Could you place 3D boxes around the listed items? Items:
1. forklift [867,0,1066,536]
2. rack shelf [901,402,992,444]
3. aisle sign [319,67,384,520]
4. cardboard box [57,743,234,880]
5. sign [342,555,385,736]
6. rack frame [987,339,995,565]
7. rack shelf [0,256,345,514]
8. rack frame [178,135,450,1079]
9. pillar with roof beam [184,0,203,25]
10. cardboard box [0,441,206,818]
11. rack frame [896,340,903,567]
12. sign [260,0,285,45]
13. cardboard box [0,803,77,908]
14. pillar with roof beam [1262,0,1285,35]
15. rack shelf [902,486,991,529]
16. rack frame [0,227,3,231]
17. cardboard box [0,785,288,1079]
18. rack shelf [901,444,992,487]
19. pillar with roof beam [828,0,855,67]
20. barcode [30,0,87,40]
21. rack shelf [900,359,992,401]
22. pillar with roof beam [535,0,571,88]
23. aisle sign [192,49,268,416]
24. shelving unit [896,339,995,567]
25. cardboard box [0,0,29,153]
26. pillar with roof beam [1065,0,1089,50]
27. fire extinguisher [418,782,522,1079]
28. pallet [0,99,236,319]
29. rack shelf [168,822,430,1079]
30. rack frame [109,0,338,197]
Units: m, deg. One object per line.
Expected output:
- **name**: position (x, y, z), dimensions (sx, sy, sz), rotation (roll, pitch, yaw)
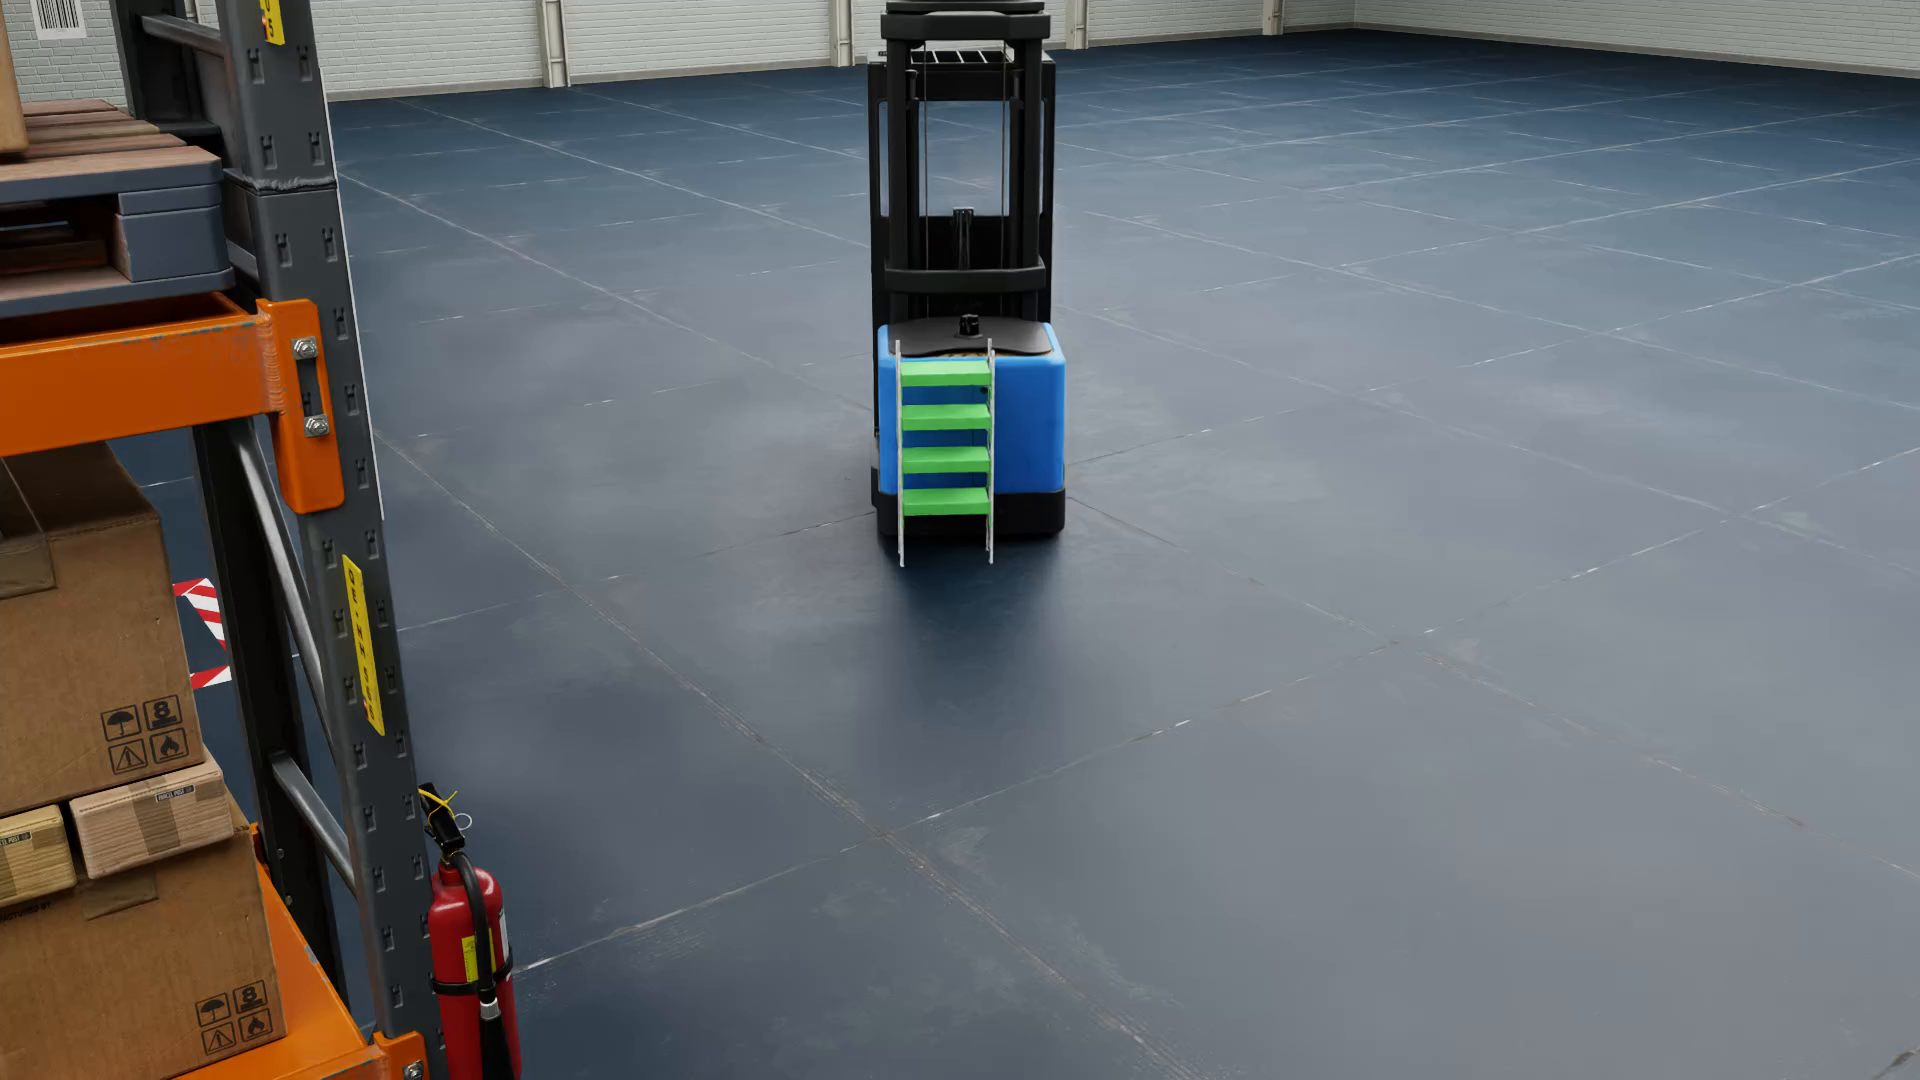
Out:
- **forklift**: position (-0.005, -1.886, 10.167), dimensions (1.130, 2.935, 3.031), rotation (-1, 22, -3)
- **rack shelf**: position (-0.079, -0.625, 8.869), dimensions (0.480, 0.148, 0.258), rotation (-1, 22, -4)
- **aisle sign**: position (-1.154, -0.461, 2.997), dimensions (0.004, 0.787, 0.394), rotation (-15, 26, -33)
- **cardboard box**: position (-1.577, 0.465, 3.175), dimensions (0.250, 0.149, 0.380), rotation (-15, 26, -34)
- **sign**: position (-1.073, 0.191, 2.989), dimensions (0.005, 0.325, 0.100), rotation (-15, 26, -33)
- **rack frame**: position (0.164, -0.468, 8.950), dimensions (0.015, 1.200, 0.240), rotation (-1, 22, -4)
- **rack shelf**: position (-3.002, 0.046, 2.157), dimensions (4.000, 0.370, 1.077), rotation (-15, 26, -33)
- **rack frame**: position (-1.379, 0.672, 3.665), dimensions (0.127, 3.000, 1.000), rotation (-15, 26, -33)
- **pillar with roof beam**: position (-9.557, -9.693, 21.546), dimensions (0.400, 9.000, 9.100), rotation (-15, 26, -33)
- **cardboard box**: position (-1.808, 0.132, 3.133), dimensions (0.500, 0.500, 0.700), rotation (-15, 26, -33)
- **rack frame**: position (-0.323, -0.455, 8.918), dimensions (0.015, 1.200, 0.240), rotation (-1, 22, -4)
- **sign**: position (-1.073, -0.929, 2.543), dimensions (0.005, 0.325, 0.100), rotation (-15, 26, -33)
- **cardboard box**: position (-1.789, 0.522, 3.032), dimensions (0.250, 0.149, 0.380), rotation (-14, 26, -32)
- **pillar with roof beam**: position (9.924, -14.888, 34.564), dimensions (0.400, 9.000, 9.100), rotation (-15, 26, -33)
- **rack shelf**: position (-0.079, -0.179, 9.047), dimensions (0.480, 0.148, 0.258), rotation (-1, 22, -4)
- **rack frame**: position (-4.268, -0.819, 7.401), dimensions (0.127, 3.000, 1.000), rotation (-15, 26, -33)
- **cardboard box**: position (-1.765, 0.723, 3.402), dimensions (0.500, 0.500, 0.700), rotation (-15, 26, -33)
- **rack shelf**: position (-0.079, -0.402, 8.958), dimensions (0.480, 0.148, 0.258), rotation (-1, 22, -4)
- **pillar with roof beam**: position (0.183, -12.291, 28.055), dimensions (0.400, 9.000, 9.100), rotation (-15, 26, -33)
- **barcode**: position (-1.342, -0.780, 2.474), dimensions (0.075, 0.075, 0.001), rotation (-15, 26, -33)
- **rack shelf**: position (-0.079, -0.848, 8.780), dimensions (0.480, 0.148, 0.258), rotation (-1, 22, -4)
- **pillar with roof beam**: position (-4.687, -10.992, 24.800), dimensions (0.400, 9.000, 9.100), rotation (-15, 26, -33)
- **aisle sign**: position (-1.504, -0.642, 3.449), dimensions (0.004, 0.787, 0.394), rotation (-15, 26, -33)
- **shelving unit**: position (-0.079, -0.461, 8.934), dimensions (0.503, 1.200, 0.258), rotation (-1, 22, -4)
- **cardboard box**: position (-1.847, -0.906, 2.677), dimensions (0.637, 0.503, 0.797), rotation (-13, 25, -29)
- **pillar with roof beam**: position (5.054, -13.589, 31.310), dimensions (0.400, 9.000, 9.100), rotation (-15, 26, -33)
- **fire extinguisher**: position (-1.011, 0.822, 3.393), dimensions (0.183, 0.674, 0.296), rotation (-15, 26, -33)
- **pallet**: position (-1.968, -0.535, 2.761), dimensions (1.213, 0.211, 1.003), rotation (-15, 26, -33)
- **rack shelf**: position (-3.002, 1.439, 2.713), dimensions (4.000, 0.370, 1.077), rotation (-15, 26, -33)
- **rack frame**: position (-1.379, -2.114, 2.553), dimensions (0.127, 3.000, 1.000), rotation (-15, 26, -33)
